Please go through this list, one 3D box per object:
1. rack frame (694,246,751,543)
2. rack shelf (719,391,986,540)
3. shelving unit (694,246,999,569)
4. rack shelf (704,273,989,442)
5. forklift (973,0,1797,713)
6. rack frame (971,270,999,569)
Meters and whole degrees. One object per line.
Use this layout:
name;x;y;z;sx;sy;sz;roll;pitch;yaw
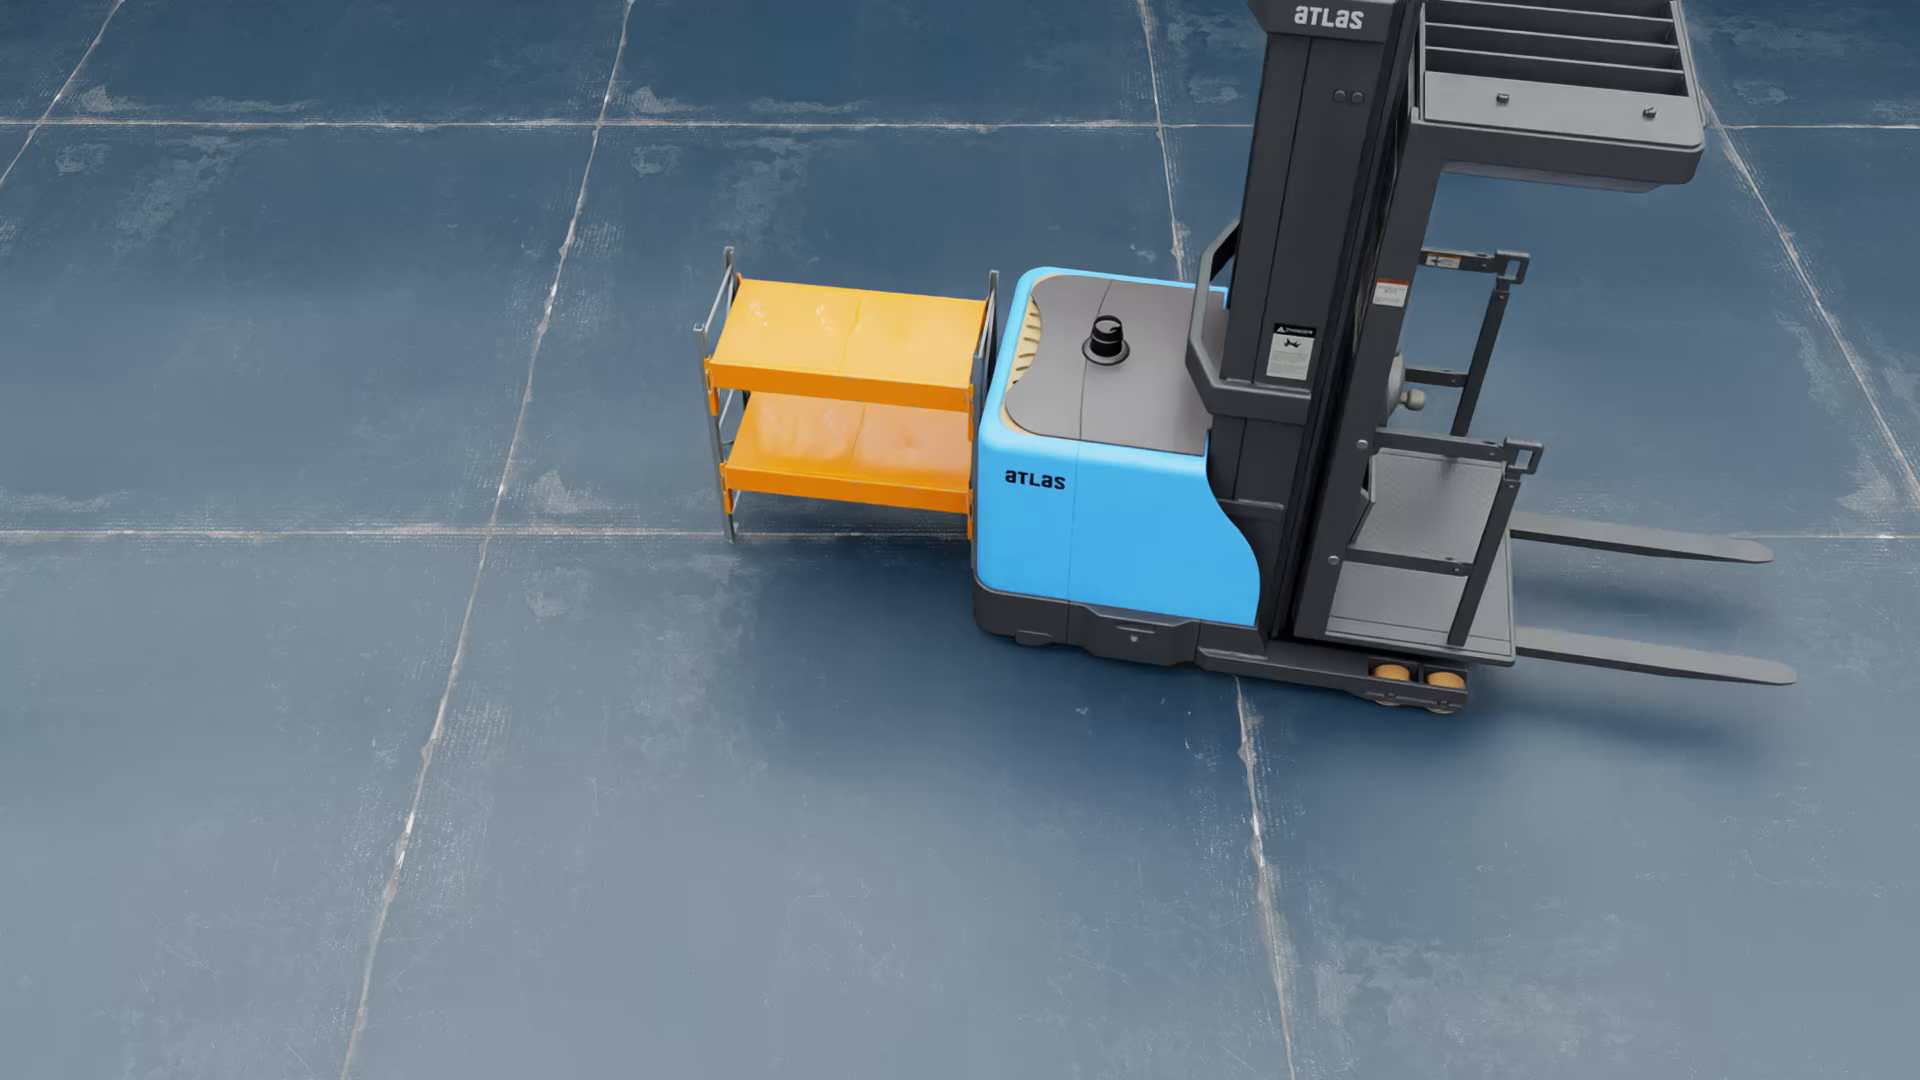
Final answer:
rack frame;-0.911;-0.553;6.577;0.032;1.125;0.500;6;47;6
rack shelf;-0.408;-0.333;6.706;1.000;0.278;0.538;6;47;6
shelving unit;-0.408;-0.499;6.527;1.048;1.125;0.538;6;47;6
rack shelf;-0.408;-0.699;6.313;1.000;0.278;0.538;6;47;6
forklift;1.619;-0.775;5.550;3.031;2.935;1.130;8;48;7
rack frame;0.095;-0.446;6.477;0.032;1.125;0.500;6;47;6
